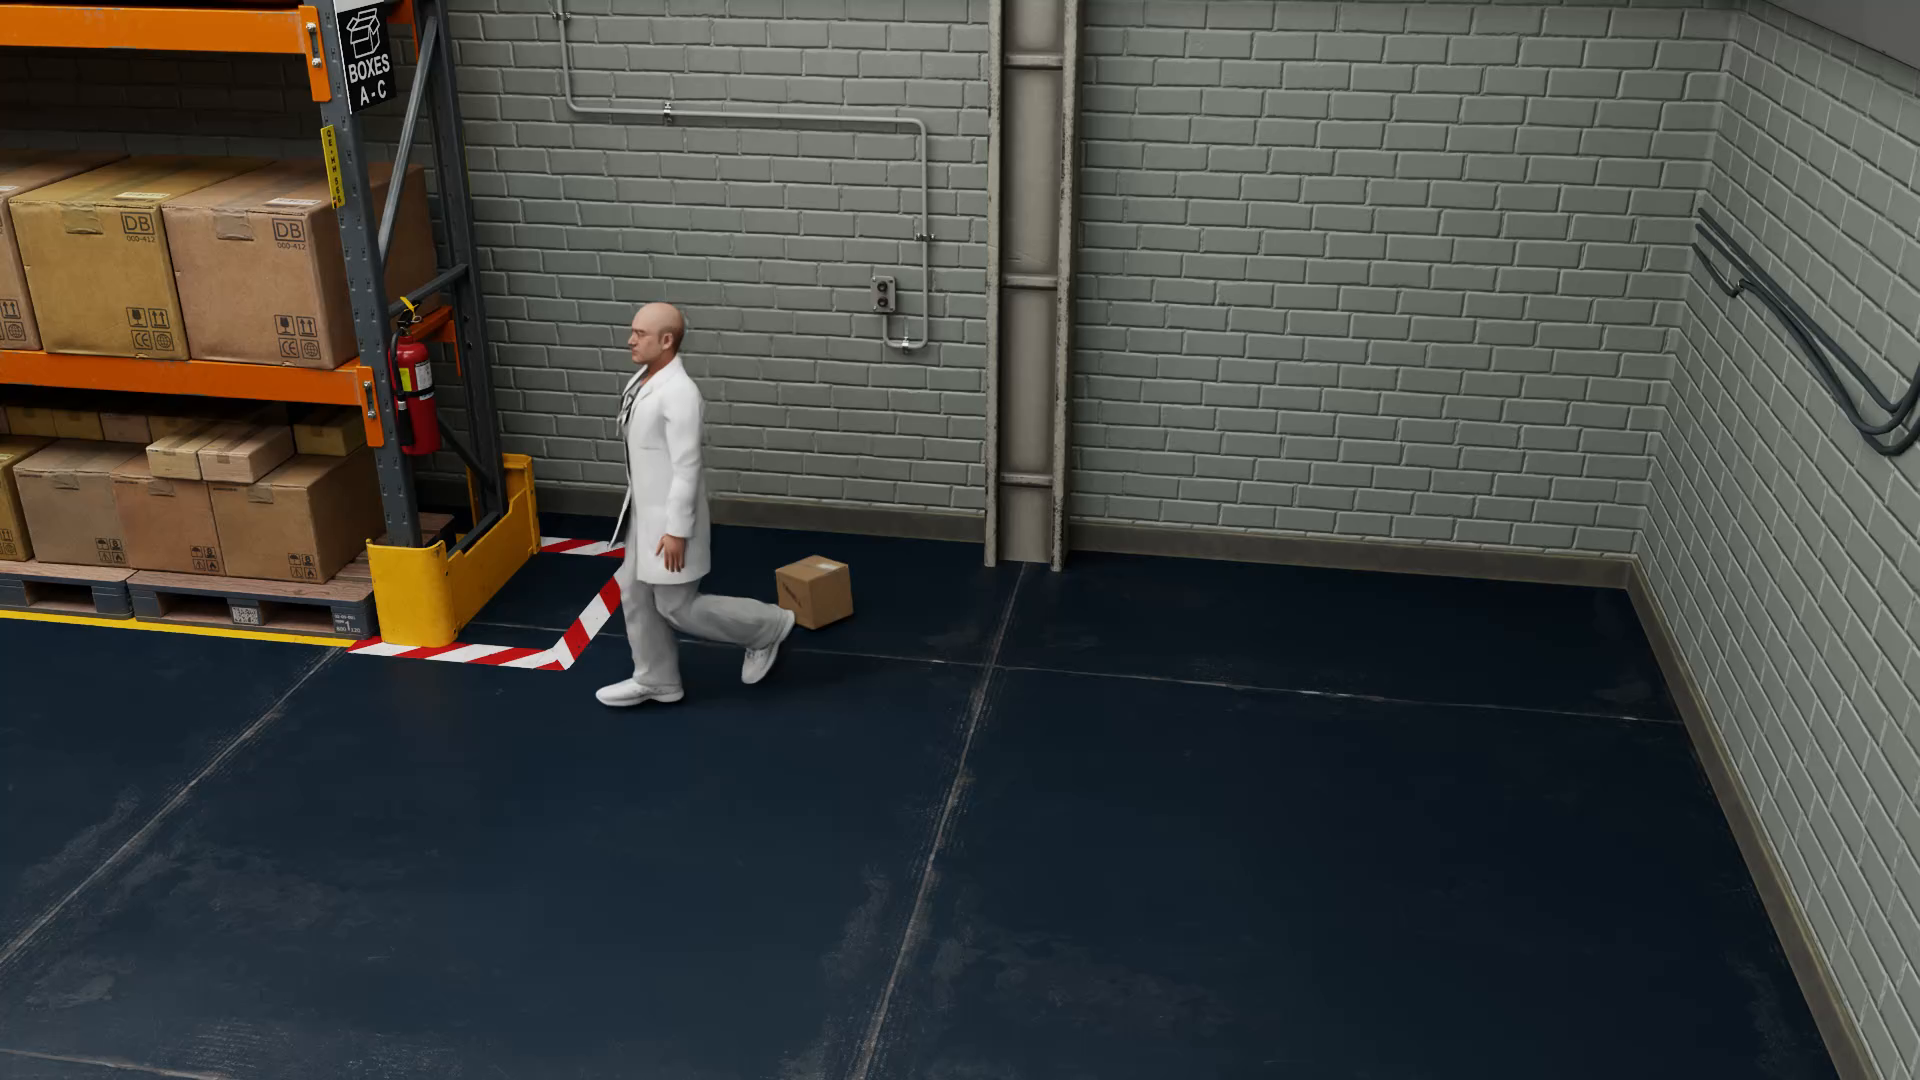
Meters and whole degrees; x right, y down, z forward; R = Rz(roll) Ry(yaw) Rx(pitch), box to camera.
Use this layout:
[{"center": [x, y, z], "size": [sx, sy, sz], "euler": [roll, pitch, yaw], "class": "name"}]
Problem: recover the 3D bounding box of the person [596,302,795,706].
[{"center": [-1.141, -0.129, 6.876], "size": [0.855, 1.754, 0.595], "euler": [-10, 27, -21], "class": "person"}]
